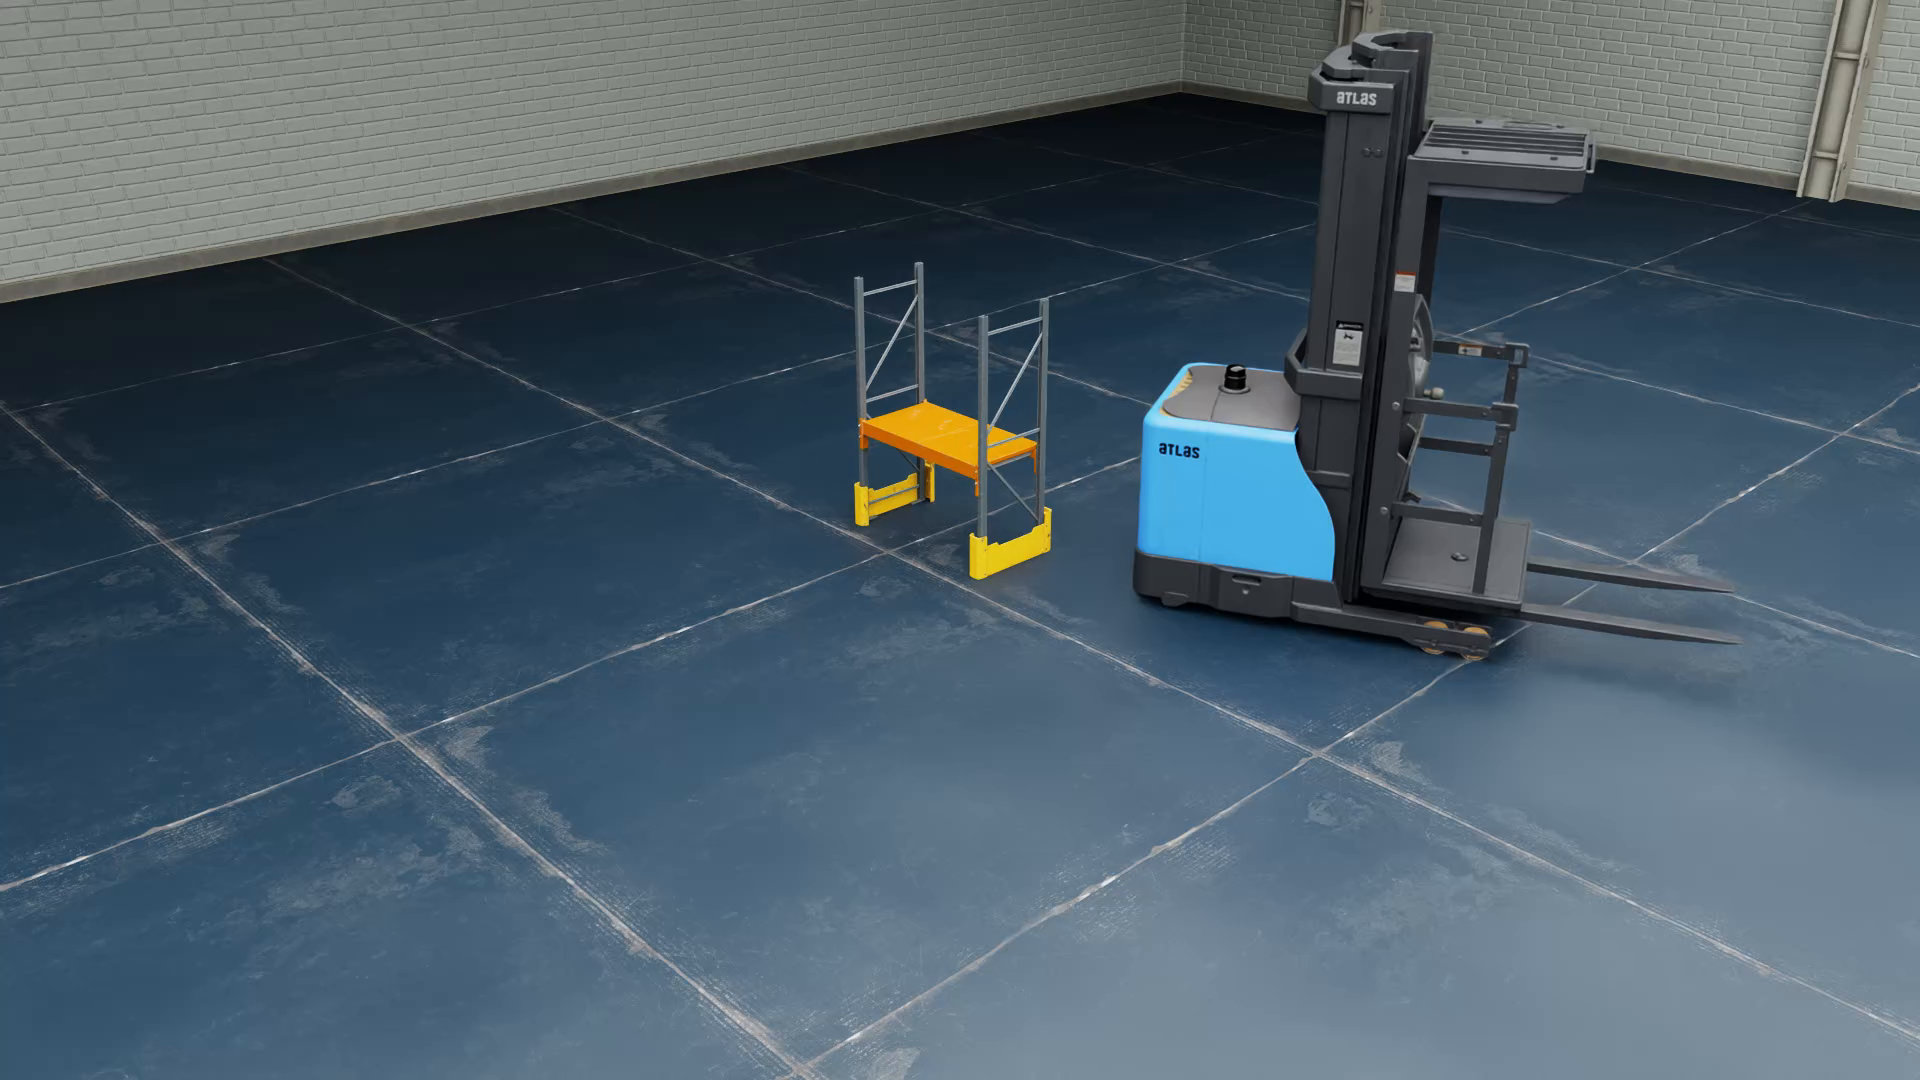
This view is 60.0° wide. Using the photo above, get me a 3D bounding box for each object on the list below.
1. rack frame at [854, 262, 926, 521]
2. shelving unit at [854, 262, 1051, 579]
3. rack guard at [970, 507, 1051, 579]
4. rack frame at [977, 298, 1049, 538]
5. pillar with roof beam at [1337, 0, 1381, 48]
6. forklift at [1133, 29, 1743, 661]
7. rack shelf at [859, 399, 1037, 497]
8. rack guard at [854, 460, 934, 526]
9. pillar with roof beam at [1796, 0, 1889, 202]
[{"bbox_3d":[-0.406,-0.862,9.833,0.500,1.500,0.032,-21,32,-38],"label":"rack frame"},{"bbox_3d":[-0.052,-0.705,9.489,0.587,1.500,1.083,-21,32,-38],"label":"shelving unit"},{"bbox_3d":[0.288,0.014,9.418,0.587,0.250,0.087,-21,32,-38],"label":"rack guard"},{"bbox_3d":[0.289,-0.554,9.158,0.500,1.500,0.032,-21,32,-38],"label":"rack frame"},{"bbox_3d":[1.962,-8.359,17.232,9.100,9.000,0.400,-21,32,-38],"label":"pillar with roof beam"},{"bbox_3d":[2.509,-0.973,8.351,3.031,2.935,1.130,9,26,18],"label":"forklift"},{"bbox_3d":[-0.058,-0.545,9.570,0.538,0.185,1.000,-21,32,-38],"label":"rack shelf"},{"bbox_3d":[-0.392,-0.288,10.079,0.587,0.250,0.087,-21,32,-38],"label":"rack guard"},{"bbox_3d":[6.063,-6.541,13.247,9.100,9.000,0.400,-21,32,-38],"label":"pillar with roof beam"}]
